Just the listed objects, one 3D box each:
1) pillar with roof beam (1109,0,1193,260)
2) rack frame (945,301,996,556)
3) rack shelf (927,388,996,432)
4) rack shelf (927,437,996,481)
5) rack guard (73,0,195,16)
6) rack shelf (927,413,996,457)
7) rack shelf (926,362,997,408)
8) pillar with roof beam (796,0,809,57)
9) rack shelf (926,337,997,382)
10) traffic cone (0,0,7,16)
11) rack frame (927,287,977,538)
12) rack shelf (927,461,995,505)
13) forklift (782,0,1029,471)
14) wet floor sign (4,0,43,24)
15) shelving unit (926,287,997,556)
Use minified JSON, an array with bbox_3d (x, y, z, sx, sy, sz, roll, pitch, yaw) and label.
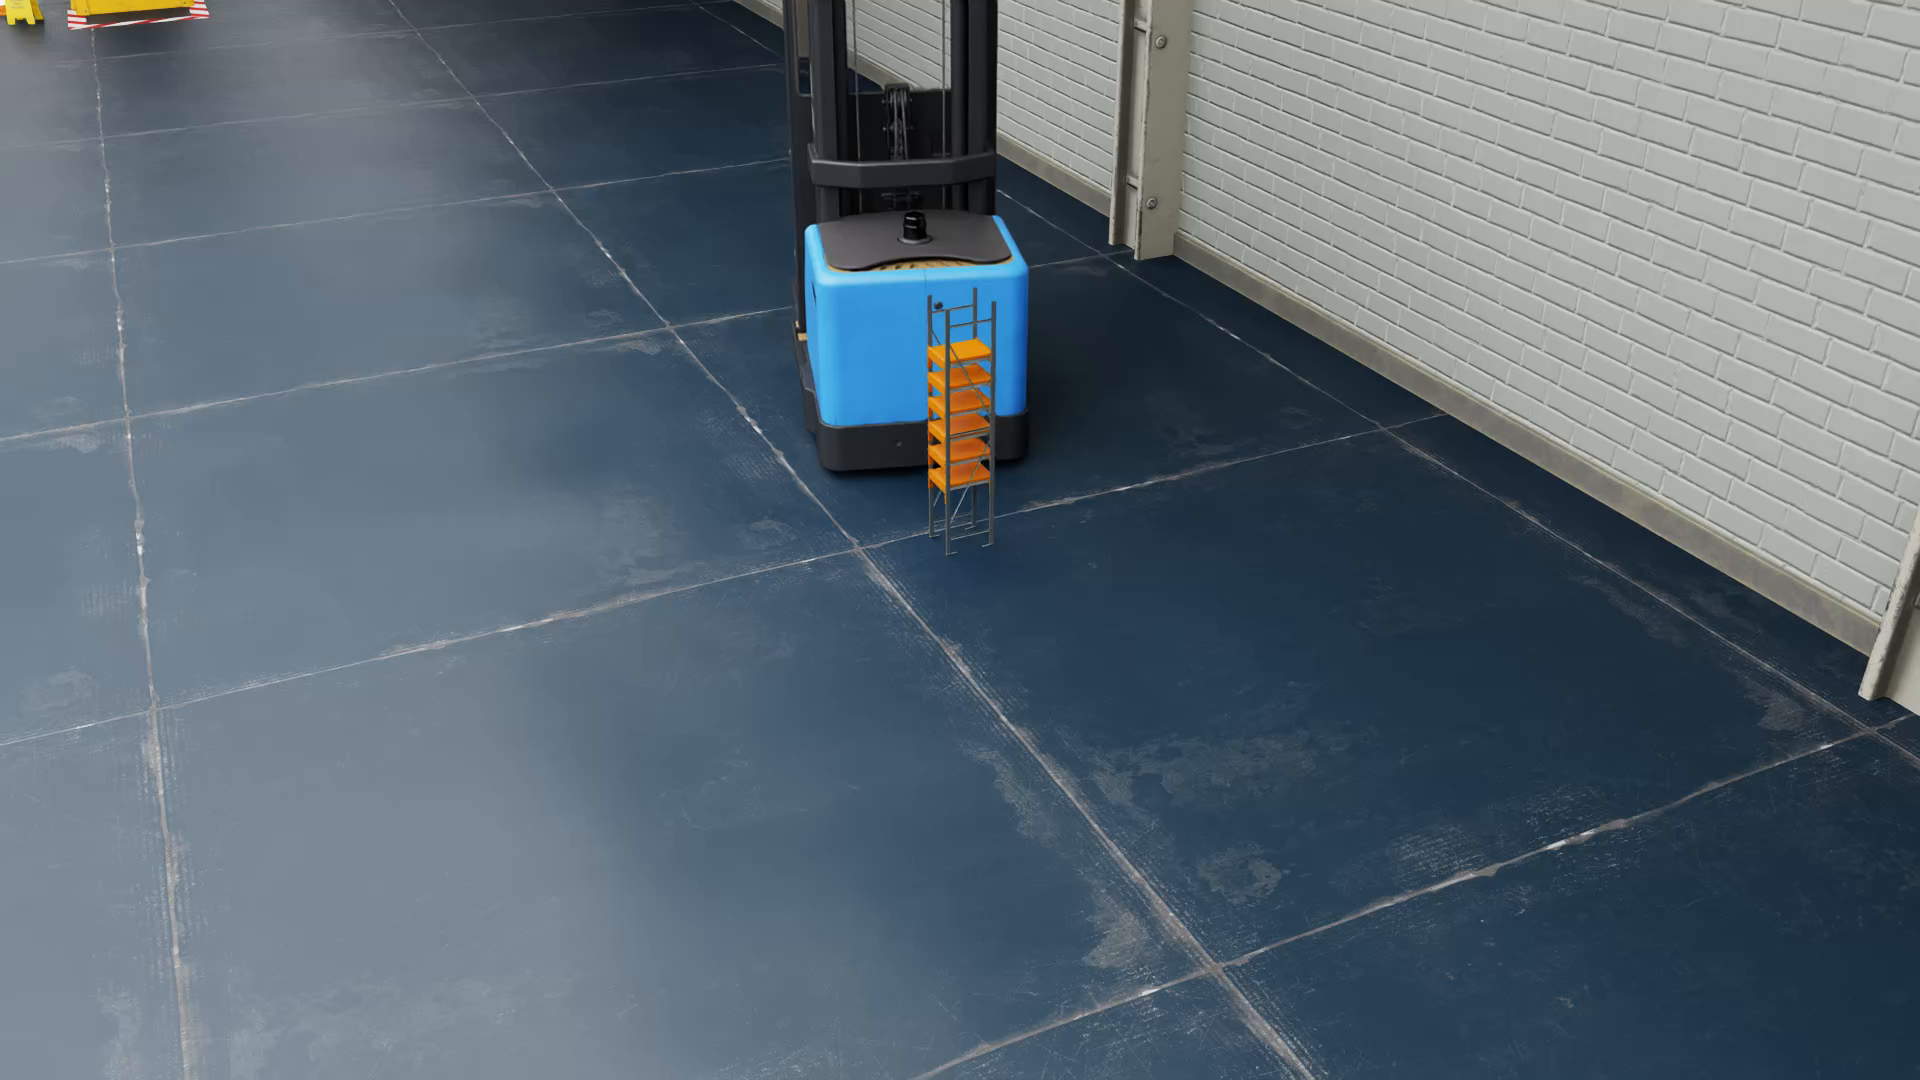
[{"bbox_3d":[-2.650,-5.002,7.469,9.100,9.000,0.400,-13,32,-22],"label":"pillar with roof beam"},{"bbox_3d":[0.046,-0.477,7.373,0.240,1.200,0.006,-13,32,-22],"label":"rack frame"},{"bbox_3d":[0.006,-0.583,7.408,0.258,0.103,0.180,-13,32,-22],"label":"rack shelf"},{"bbox_3d":[0.006,-0.374,7.526,0.258,0.103,0.180,-13,32,-22],"label":"rack shelf"},{"bbox_3d":[-8.943,-5.993,17.926,1.175,0.500,0.348,-13,32,-22],"label":"rack guard"},{"bbox_3d":[0.006,-0.478,7.467,0.258,0.103,0.180,-13,32,-22],"label":"rack shelf"},{"bbox_3d":[0.006,-0.688,7.349,0.258,0.103,0.180,-13,32,-22],"label":"rack shelf"},{"bbox_3d":[-5.226,-7.652,12.196,9.100,9.000,0.400,-13,32,-22],"label":"pillar with roof beam"},{"bbox_3d":[0.006,-0.792,7.291,0.258,0.103,0.180,-13,32,-22],"label":"rack shelf"},{"bbox_3d":[-10.260,-5.862,17.731,0.336,0.463,0.334,-13,32,-22],"label":"traffic cone"},{"bbox_3d":[-0.033,-0.557,7.517,0.240,1.200,0.006,-13,32,-22],"label":"rack frame"},{"bbox_3d":[0.006,-0.269,7.584,0.258,0.103,0.180,-13,32,-22],"label":"rack shelf"},{"bbox_3d":[-0.389,-2.320,8.890,1.130,2.935,3.031,-4,30,-8],"label":"forklift"},{"bbox_3d":[-9.795,-5.714,17.280,0.267,0.644,0.232,-3,29,-5],"label":"wet floor sign"},{"bbox_3d":[0.006,-0.517,7.445,0.258,1.200,0.189,-13,32,-22],"label":"shelving unit"}]
